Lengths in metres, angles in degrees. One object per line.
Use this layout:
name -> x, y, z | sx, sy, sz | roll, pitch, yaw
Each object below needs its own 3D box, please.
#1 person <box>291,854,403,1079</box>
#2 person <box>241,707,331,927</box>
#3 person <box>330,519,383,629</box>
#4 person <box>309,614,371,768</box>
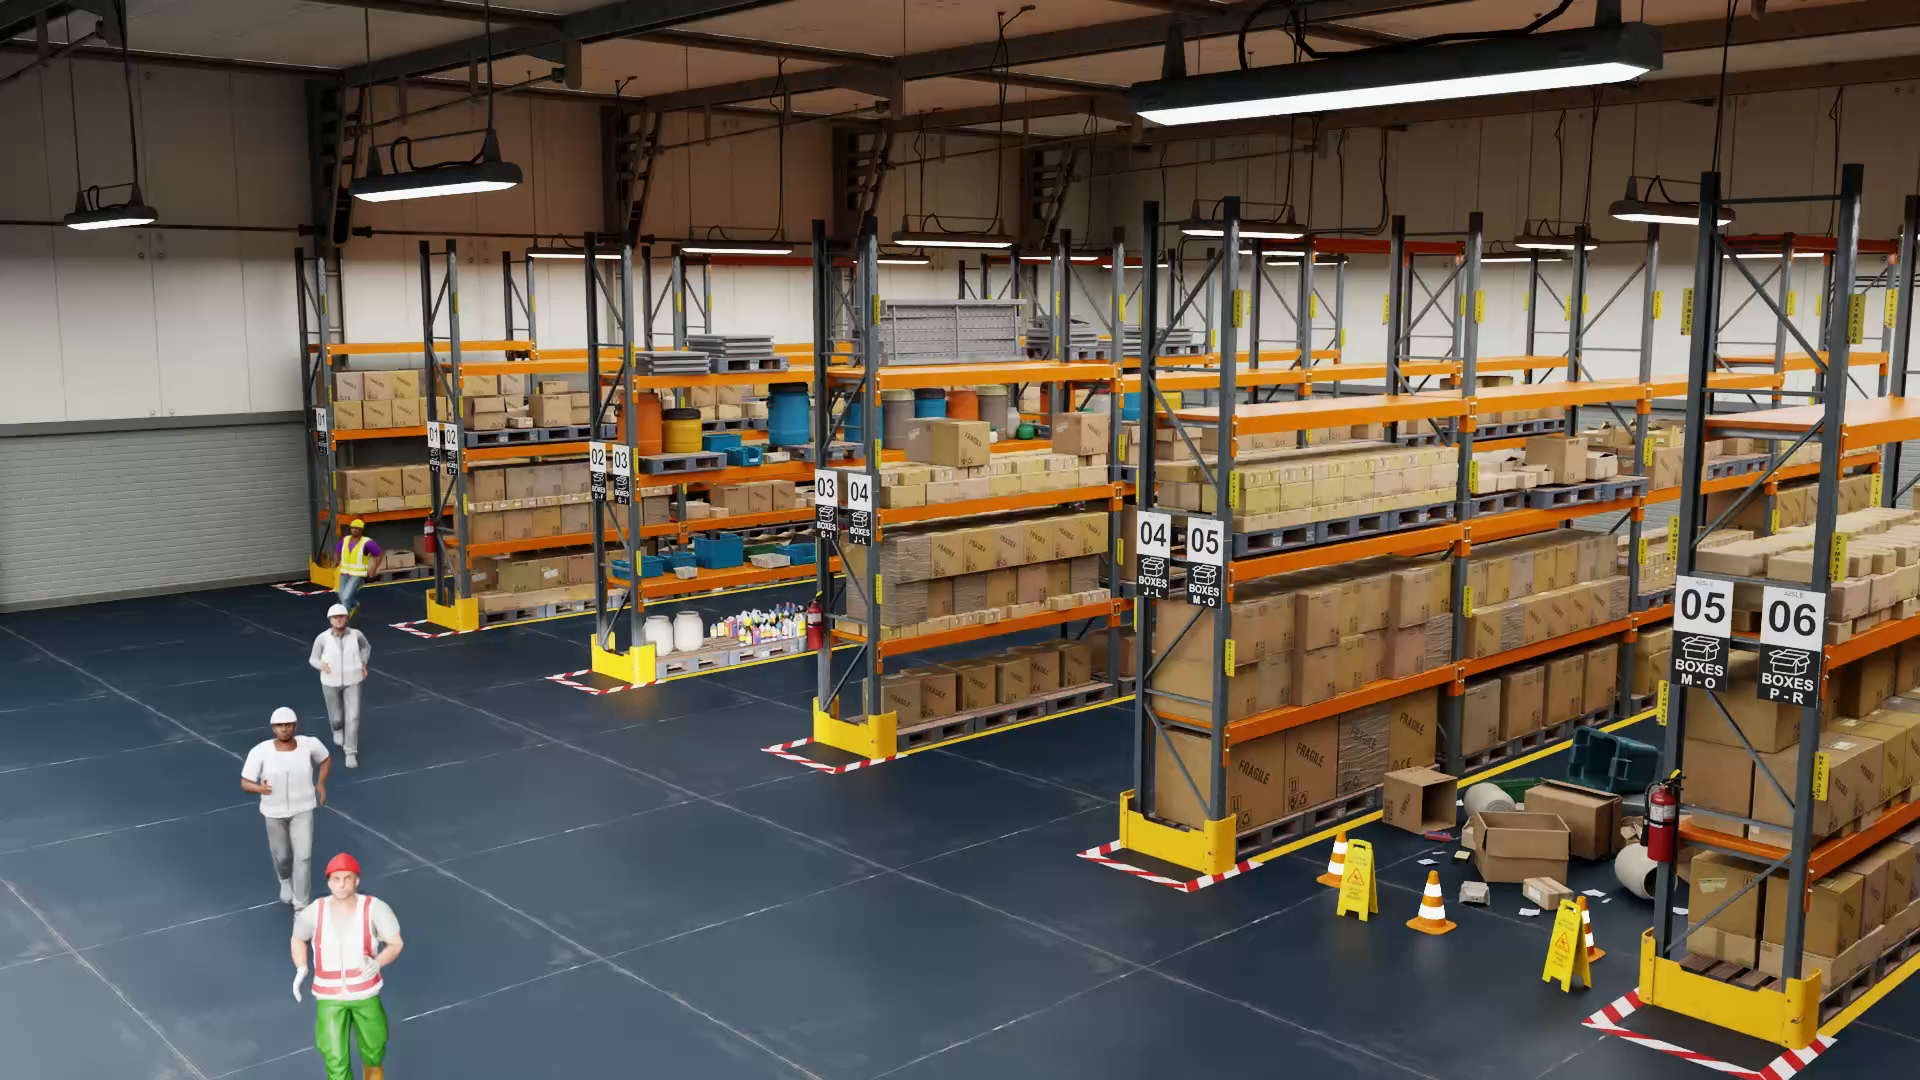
person -> -3.797, 2.802, 10.308 | 0.657, 1.761, 0.876 | -2, 9, -15
person -> -5.562, 2.253, 13.778 | 0.701, 1.765, 0.917 | -3, 9, -21
person -> -9.407, 0.536, 25.831 | 0.764, 1.722, 0.892 | 1, 9, 10
person -> -6.873, 1.610, 18.513 | 0.661, 1.717, 0.936 | -4, 9, -23
